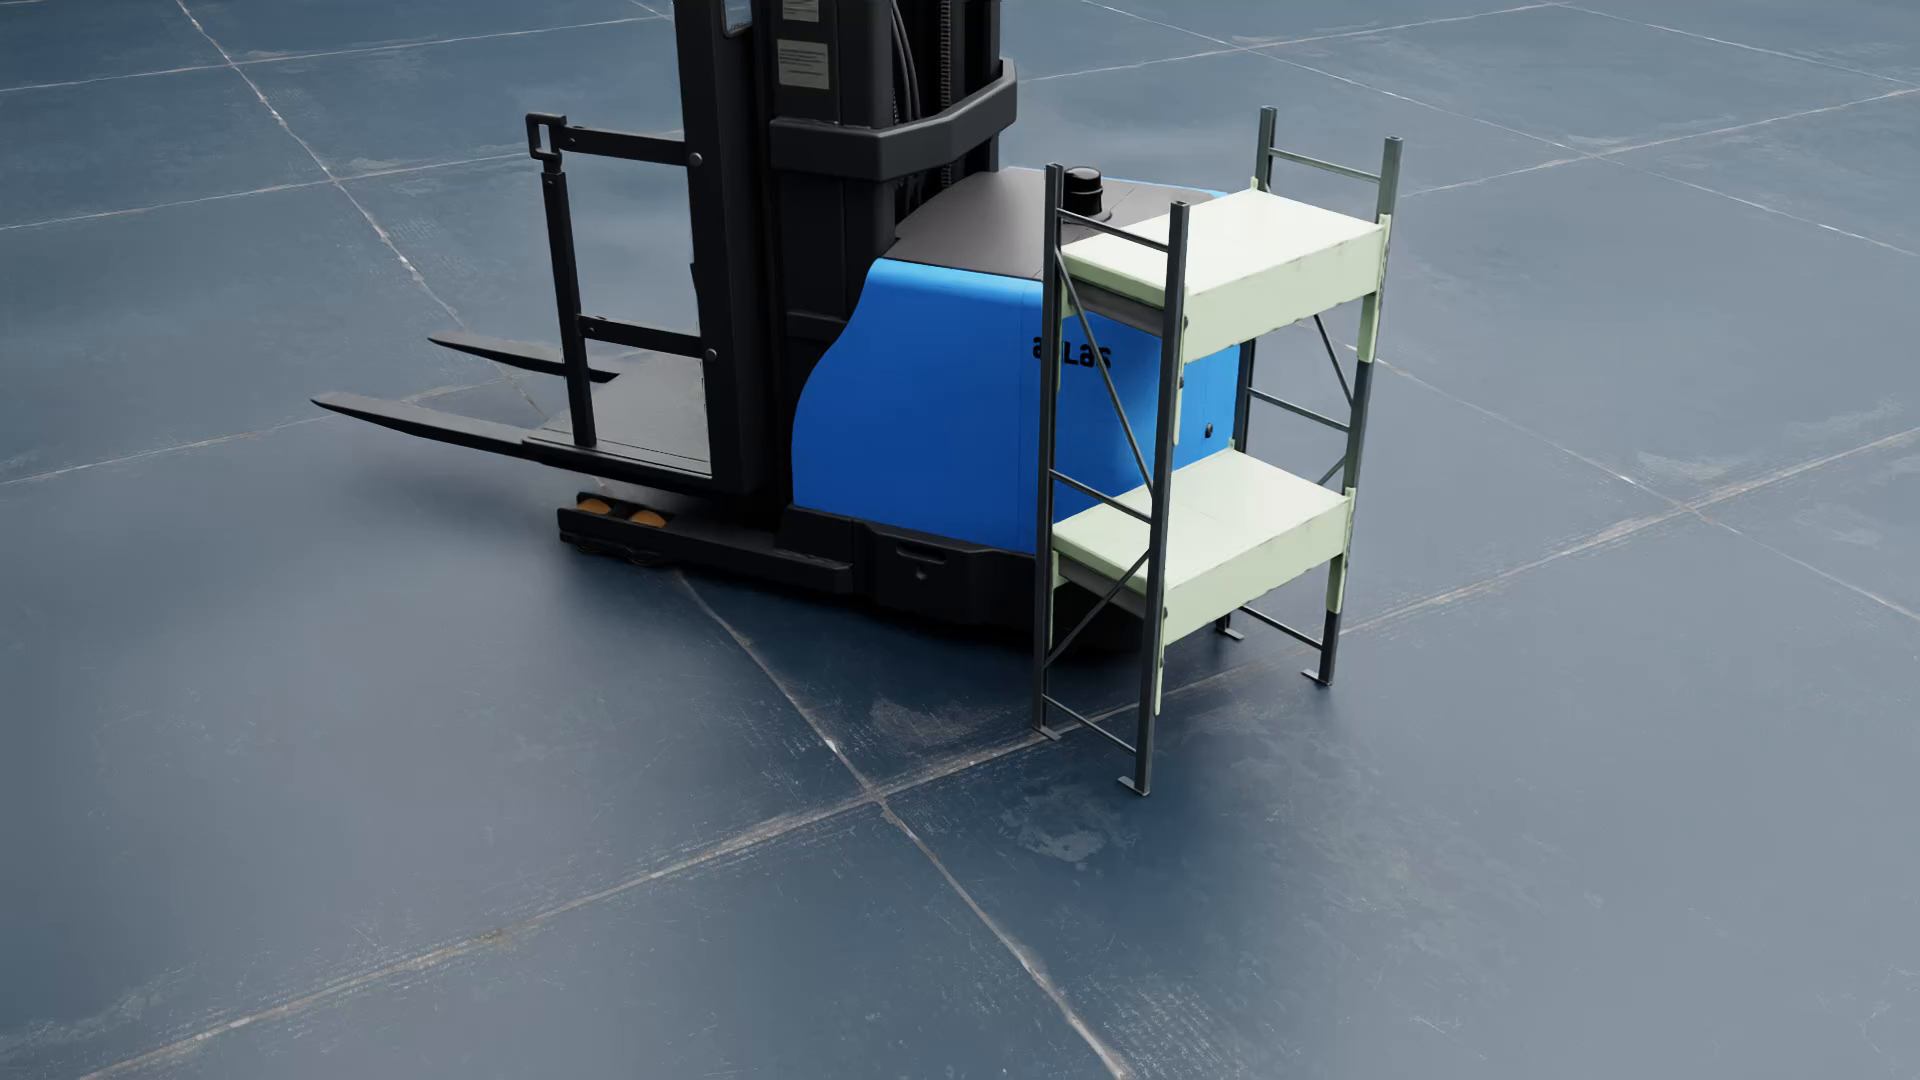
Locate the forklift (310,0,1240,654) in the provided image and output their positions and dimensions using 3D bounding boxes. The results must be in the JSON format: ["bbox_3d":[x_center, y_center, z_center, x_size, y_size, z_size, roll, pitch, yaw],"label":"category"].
[{"bbox_3d":[-0.691,-1.424,4.797,3.031,2.935,1.130,12,31,20],"label":"forklift"}]

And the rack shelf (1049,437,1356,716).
[{"bbox_3d":[0.602,0.071,4.243,0.720,0.370,0.431,-23,36,-36],"label":"rack shelf"}]

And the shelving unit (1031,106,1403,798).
[{"bbox_3d":[0.602,-0.214,4.086,0.755,1.500,0.431,-23,36,-36],"label":"shelving unit"}]

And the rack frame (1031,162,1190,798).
[{"bbox_3d":[0.329,-0.097,3.873,0.023,1.500,0.400,-23,36,-36],"label":"rack frame"}]

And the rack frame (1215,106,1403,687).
[{"bbox_3d":[0.876,-0.331,4.298,0.023,1.500,0.400,-23,36,-36],"label":"rack frame"}]

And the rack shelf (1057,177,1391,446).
[{"bbox_3d":[0.602,-0.556,3.897,0.720,0.370,0.431,-23,36,-36],"label":"rack shelf"}]
